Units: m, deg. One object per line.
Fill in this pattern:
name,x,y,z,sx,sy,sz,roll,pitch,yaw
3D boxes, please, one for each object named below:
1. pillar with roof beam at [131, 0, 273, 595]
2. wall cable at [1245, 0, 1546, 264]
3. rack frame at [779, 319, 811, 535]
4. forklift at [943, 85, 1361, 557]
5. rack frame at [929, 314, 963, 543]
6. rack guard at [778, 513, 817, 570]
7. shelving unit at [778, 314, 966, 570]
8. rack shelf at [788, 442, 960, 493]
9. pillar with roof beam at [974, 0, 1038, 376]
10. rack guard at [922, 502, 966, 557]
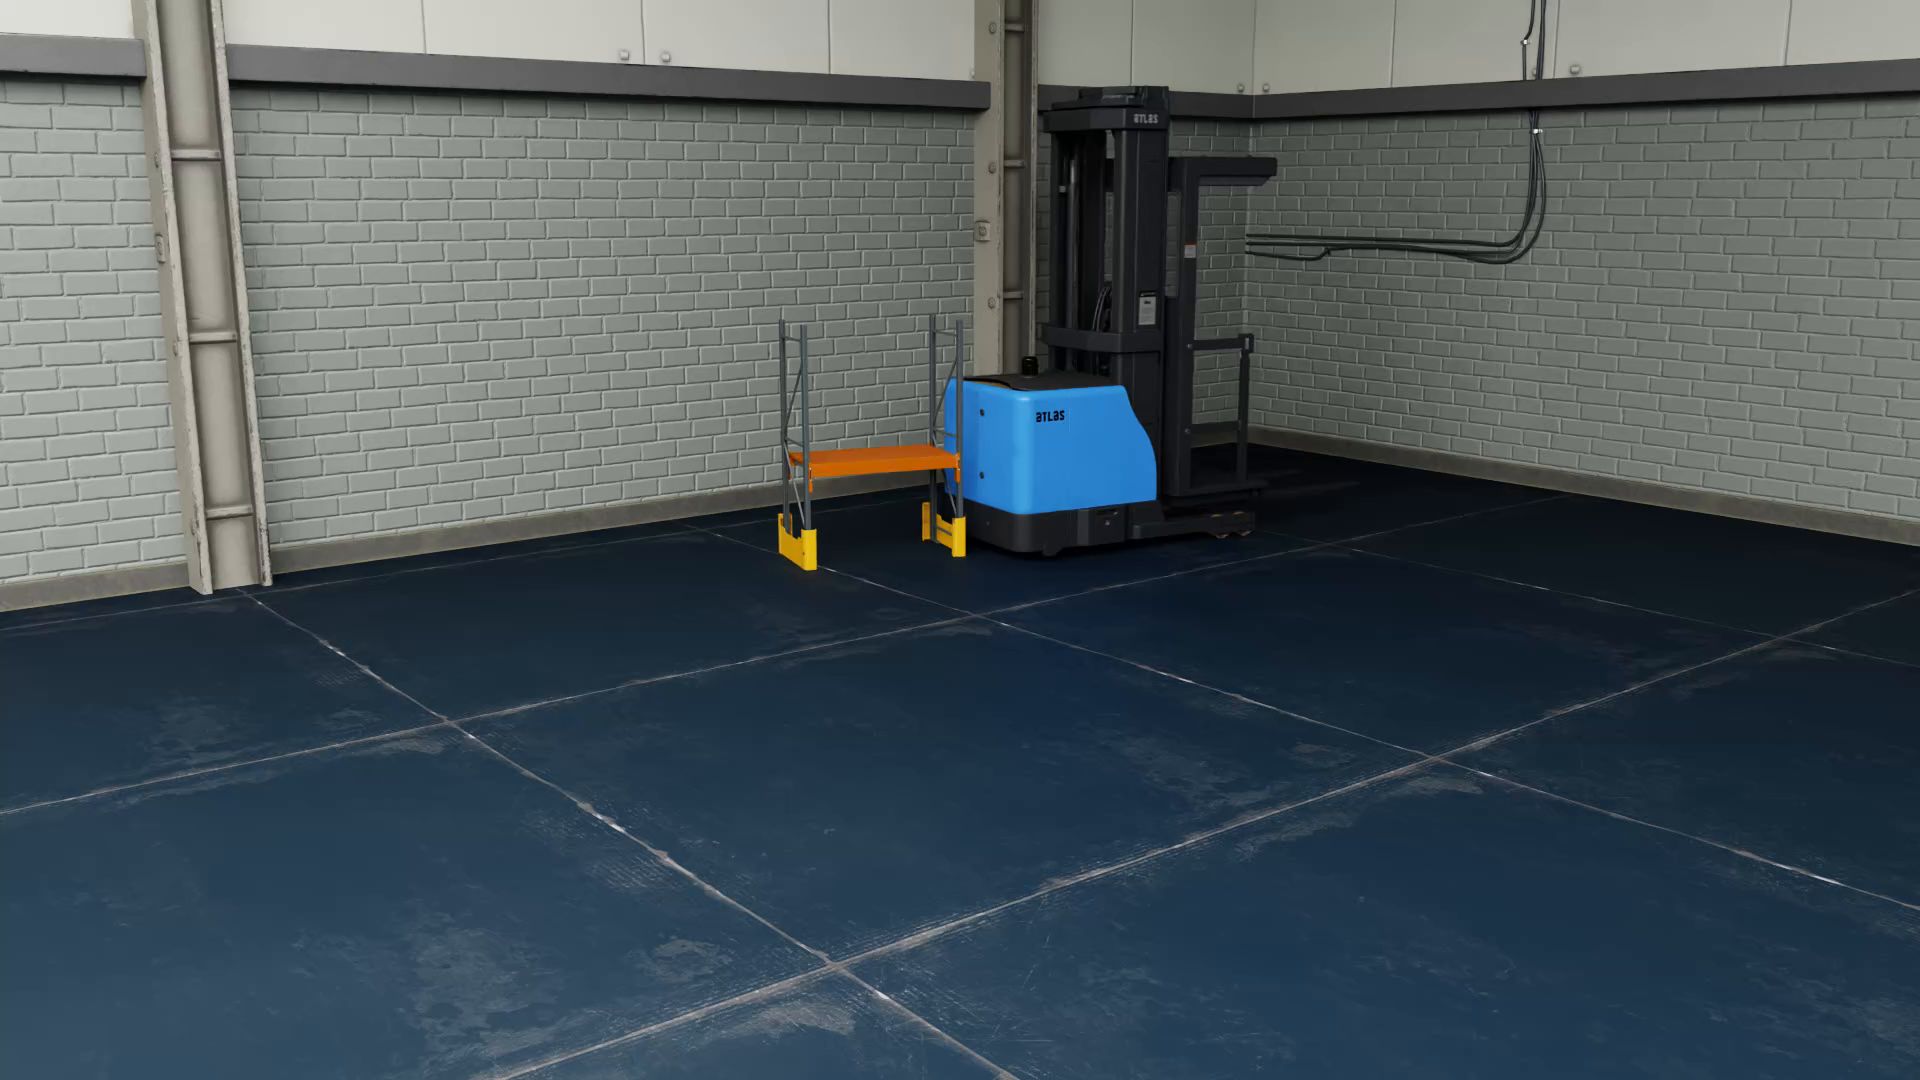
pillar with roof beam,-1.639,-3.437,5.651,0.400,9.000,9.100,-9,15,-38
wall cable,3.483,-3.563,13.718,0.112,2.526,3.097,-9,15,-38
rack frame,-1.028,-0.604,10.364,0.032,1.500,0.500,-5,13,-22
forklift,1.417,-1.529,11.273,3.031,2.935,1.130,-7,14,-29
rack frame,-0.090,-0.686,10.747,0.032,1.500,0.500,-5,13,-22
rack guard,-1.027,0.007,10.494,0.087,0.250,0.587,-5,13,-22
shelving unit,-0.567,-0.644,10.552,1.083,1.500,0.587,-5,13,-22
rack shelf,-0.559,-0.469,10.593,1.000,0.185,0.538,-5,13,-22
pillar with roof beam,3.046,-4.216,9.317,0.400,9.000,9.100,-9,15,-38
rack guard,-0.108,-0.073,10.869,0.087,0.250,0.587,-5,13,-22
